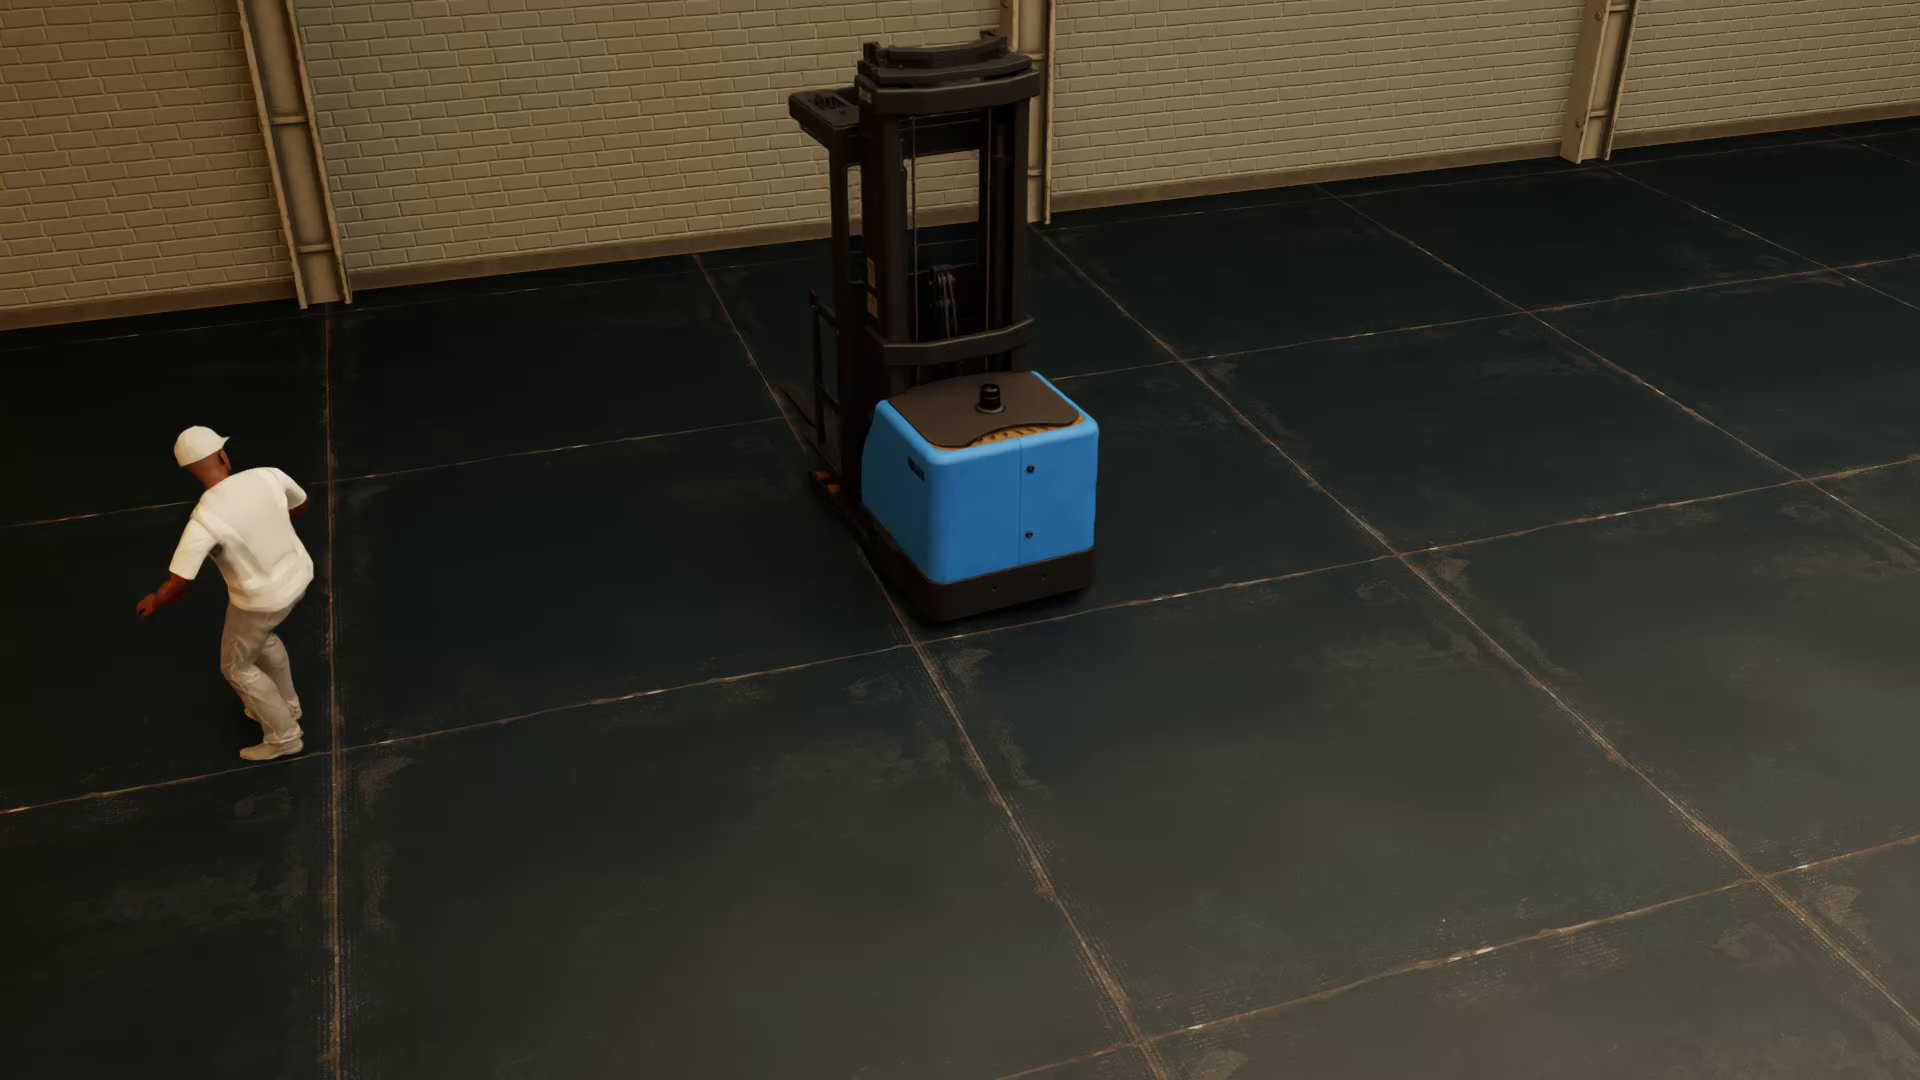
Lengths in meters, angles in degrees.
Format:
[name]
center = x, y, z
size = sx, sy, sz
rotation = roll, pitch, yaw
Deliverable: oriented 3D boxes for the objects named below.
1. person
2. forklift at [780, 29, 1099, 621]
[person]
center = -3.465, 0.237, 7.955
size = 0.645, 1.716, 0.821
rotation = 8, 31, 13
[forklift]
center = -0.302, -1.539, 9.762
size = 1.130, 2.935, 3.031
rotation = -13, 32, -21
